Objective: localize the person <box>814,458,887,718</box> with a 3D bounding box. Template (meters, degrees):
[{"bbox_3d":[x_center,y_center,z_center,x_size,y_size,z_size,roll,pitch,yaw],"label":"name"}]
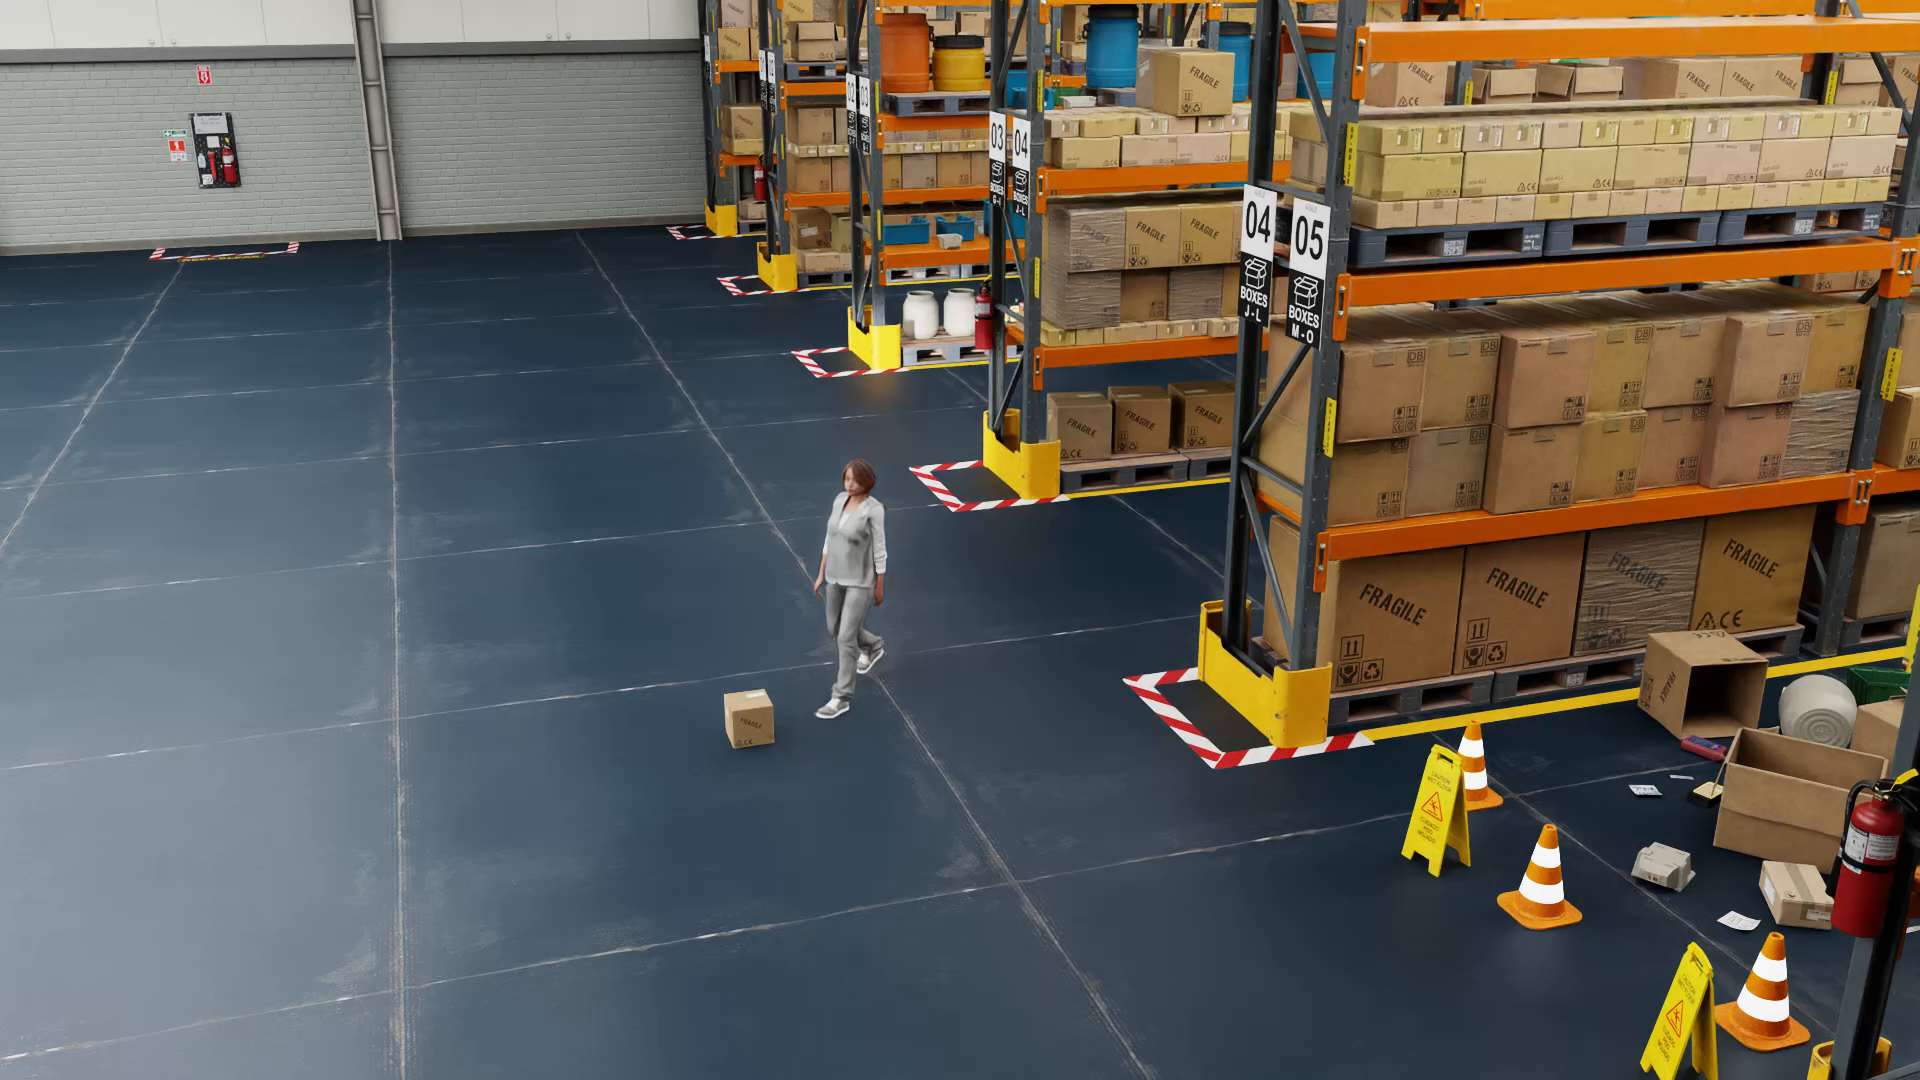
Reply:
[{"bbox_3d":[-0.681,0.265,10.324,0.411,1.556,0.793,16,25,38],"label":"person"}]
